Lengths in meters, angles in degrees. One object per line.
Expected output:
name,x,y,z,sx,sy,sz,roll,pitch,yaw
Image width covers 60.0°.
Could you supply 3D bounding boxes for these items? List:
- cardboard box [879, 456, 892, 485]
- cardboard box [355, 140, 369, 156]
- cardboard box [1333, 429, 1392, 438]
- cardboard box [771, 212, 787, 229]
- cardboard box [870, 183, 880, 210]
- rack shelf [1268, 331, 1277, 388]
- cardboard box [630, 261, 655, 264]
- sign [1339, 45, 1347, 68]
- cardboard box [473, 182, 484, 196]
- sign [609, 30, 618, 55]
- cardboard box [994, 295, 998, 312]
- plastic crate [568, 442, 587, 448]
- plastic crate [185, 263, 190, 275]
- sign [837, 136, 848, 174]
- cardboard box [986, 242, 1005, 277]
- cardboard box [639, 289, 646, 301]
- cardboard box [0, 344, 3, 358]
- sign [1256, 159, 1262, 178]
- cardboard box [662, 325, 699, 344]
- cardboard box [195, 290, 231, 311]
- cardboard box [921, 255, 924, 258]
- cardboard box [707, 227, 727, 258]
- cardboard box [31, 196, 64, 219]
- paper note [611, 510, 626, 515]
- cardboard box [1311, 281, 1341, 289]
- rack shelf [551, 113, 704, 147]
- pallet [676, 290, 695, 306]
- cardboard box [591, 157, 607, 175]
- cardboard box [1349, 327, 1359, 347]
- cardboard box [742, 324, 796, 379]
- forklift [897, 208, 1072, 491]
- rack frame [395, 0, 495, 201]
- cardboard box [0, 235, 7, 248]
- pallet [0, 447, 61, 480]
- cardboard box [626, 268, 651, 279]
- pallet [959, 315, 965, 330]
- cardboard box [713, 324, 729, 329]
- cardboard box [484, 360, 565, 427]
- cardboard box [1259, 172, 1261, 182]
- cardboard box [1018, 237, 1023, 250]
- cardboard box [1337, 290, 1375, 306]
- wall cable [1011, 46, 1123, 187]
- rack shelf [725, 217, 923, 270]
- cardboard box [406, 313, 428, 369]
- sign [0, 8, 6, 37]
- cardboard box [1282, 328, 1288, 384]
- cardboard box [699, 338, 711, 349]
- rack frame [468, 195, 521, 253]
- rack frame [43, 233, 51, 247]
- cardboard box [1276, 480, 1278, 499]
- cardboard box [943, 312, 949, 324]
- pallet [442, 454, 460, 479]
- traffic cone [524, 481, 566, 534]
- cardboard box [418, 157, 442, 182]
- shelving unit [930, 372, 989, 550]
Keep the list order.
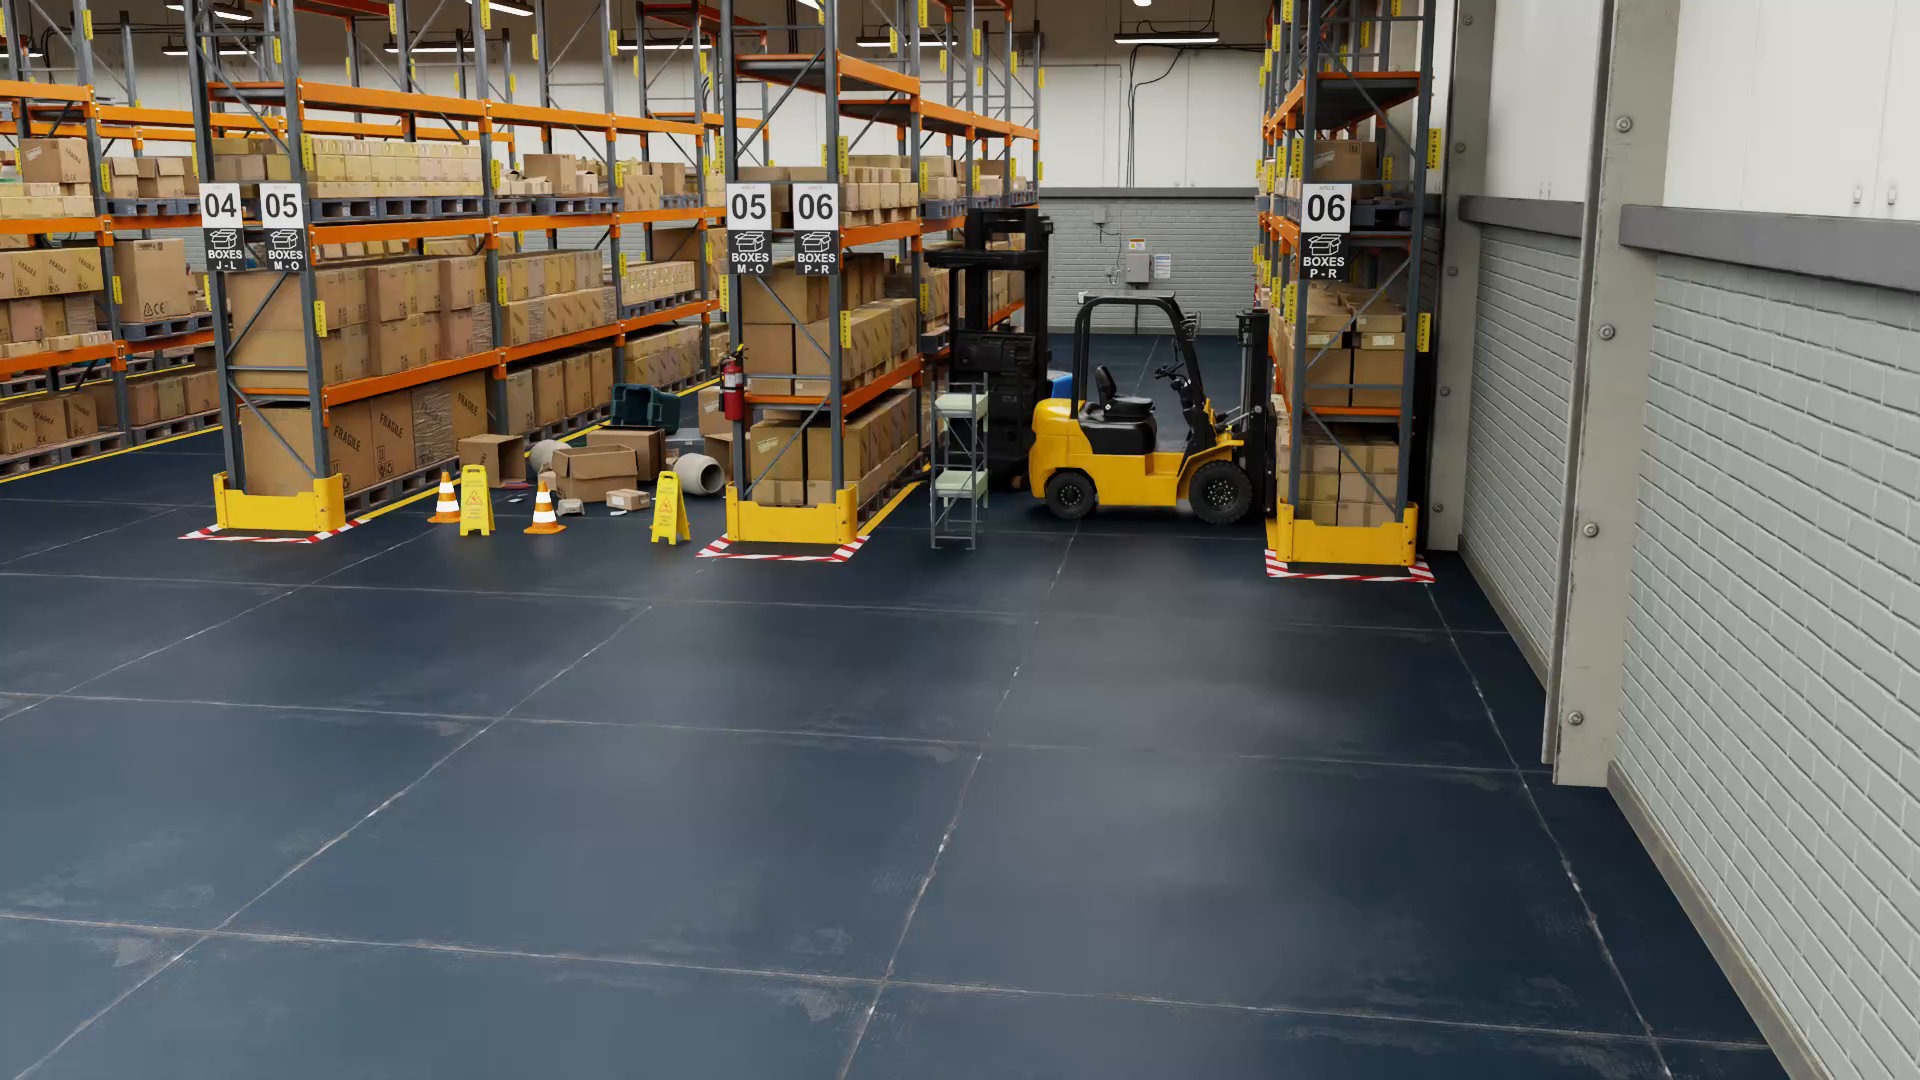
cardboard box,-1.001,-0.704,16.925,0.500,0.250,0.500,3,12,12
cardboard box,-5.978,-3.808,16.147,0.380,0.149,0.250,2,12,9
cardboard box,3.684,-0.851,15.237,0.500,0.250,0.500,2,12,9
cardboard box,-1.777,-2.890,15.018,0.380,0.149,0.250,2,12,9
cardboard box,-1.073,-3.311,16.023,0.500,0.250,0.500,2,12,10
rack shelf,4.272,-2.201,20.050,1.077,0.370,4.000,2,12,9
cardboard box,-5.132,-4.407,26.767,0.380,0.149,0.250,3,12,12
sign,5.744,-7.251,24.945,0.100,0.325,0.005,2,12,9
cardboard box,-5.587,-3.947,18.687,0.380,0.149,0.250,2,12,8
sign,-4.683,-6.718,22.468,0.100,0.325,0.005,2,12,9
cardboard box,0.294,-3.576,25.081,0.500,0.250,0.500,2,12,7
plastic crate,-4.579,-1.010,19.357,0.450,0.188,0.662,-3,8,40
plastic crate,-14.011,-4.681,29.558,0.402,0.464,0.583,2,12,9
sign,-1.019,-3.340,14.432,0.100,0.325,0.005,2,12,9
cardboard box,0.397,-4.290,25.426,0.500,0.500,0.500,2,12,10
cardboard box,-4.841,-3.606,24.460,0.380,0.149,0.250,2,12,11
cardboard box,-10.834,-2.079,18.373,0.380,0.149,0.250,2,12,9
sign,5.274,-6.545,29.307,0.100,0.325,0.005,2,12,9
cardboard box,-4.481,-3.288,26.541,0.500,0.250,0.500,2,12,7
cardboard box,-10.107,-3.234,22.457,0.396,0.266,0.258,2,12,7
cardboard box,-0.298,-3.496,20.871,0.380,0.149,0.250,1,12,6
cardboard box,-4.134,-5.082,28.396,0.500,0.500,0.500,2,12,10
cardboard box,-10.635,-3.799,18.992,0.500,0.250,0.500,2,12,10
paper note,-3.377,-0.273,16.446,0.148,0.019,0.142,-2,12,-11
cardboard box,4.730,-3.261,21.482,0.380,0.149,0.250,2,12,10
rack shelf,-4.924,-6.070,24.713,1.077,0.370,4.000,2,12,9
pallet,-4.878,-3.853,26.463,1.003,0.211,1.213,2,12,9
cardboard box,-5.249,-5.519,24.563,0.396,0.266,0.258,2,12,9
cardboard box,3.633,-1.785,14.636,0.380,0.149,0.250,2,12,9
cardboard box,-1.744,-1.780,15.445,0.500,0.500,0.500,2,12,8
forklift,0.291,-2.056,17.833,1.130,2.935,3.031,5,13,24
rack frame,-5.847,-5.368,18.799,1.000,3.000,0.127,2,12,9
cardboard box,-18.624,-5.660,31.782,0.500,0.500,0.500,2,12,10
pallet,-10.986,-0.859,18.733,1.003,0.211,1.213,2,12,9
cardboard box,-4.808,-3.950,24.646,0.380,0.149,0.250,2,12,11
pallet,-0.330,-2.883,21.964,1.213,0.211,1.003,2,12,9
cardboard box,-4.341,-3.877,30.477,0.380,0.149,0.250,2,12,10
cardboard box,-5.688,-1.874,21.168,1.050,0.750,0.750,2,12,9
cardboard box,4.716,-5.497,25.171,0.380,0.149,0.250,2,12,10
cardboard box,0.776,-4.802,27.800,0.500,0.500,0.500,2,12,10
cardboard box,4.135,-2.520,17.342,0.380,0.149,0.250,2,12,7
wall cable,2.244,-8.895,35.165,2.355,3.000,0.029,2,12,9
rack shelf,-1.248,-2.995,16.613,1.077,0.370,4.000,2,12,9
cardboard box,-6.136,-2.094,17.492,0.875,0.550,0.500,2,12,9
sign,-11.282,-6.101,19.605,0.100,0.325,0.005,2,12,9
cardboard box,3.400,-1.783,16.165,0.500,0.500,0.500,2,12,9
cardboard box,-4.359,-3.268,27.654,0.380,0.149,0.250,2,12,11
rack frame,-8.887,-5.115,31.866,1.000,3.000,0.127,2,12,9
rack frame,-18.675,-5.437,33.359,1.000,3.000,0.127,2,12,9
cardboard box,3.281,-0.480,15.886,0.500,0.250,0.500,2,12,9
cardboard box,-0.315,-2.754,20.508,0.380,0.149,0.250,2,12,11
pallet,-6.041,-0.917,19.002,1.003,0.211,1.213,2,12,9
traffic cone,-3.913,-0.320,15.636,0.336,0.463,0.334,2,12,9
cardboard box,-5.826,-3.908,17.560,0.500,0.250,0.500,2,12,8
shelving unit,-0.001,-0.732,15.086,0.431,1.500,0.755,2,12,9
